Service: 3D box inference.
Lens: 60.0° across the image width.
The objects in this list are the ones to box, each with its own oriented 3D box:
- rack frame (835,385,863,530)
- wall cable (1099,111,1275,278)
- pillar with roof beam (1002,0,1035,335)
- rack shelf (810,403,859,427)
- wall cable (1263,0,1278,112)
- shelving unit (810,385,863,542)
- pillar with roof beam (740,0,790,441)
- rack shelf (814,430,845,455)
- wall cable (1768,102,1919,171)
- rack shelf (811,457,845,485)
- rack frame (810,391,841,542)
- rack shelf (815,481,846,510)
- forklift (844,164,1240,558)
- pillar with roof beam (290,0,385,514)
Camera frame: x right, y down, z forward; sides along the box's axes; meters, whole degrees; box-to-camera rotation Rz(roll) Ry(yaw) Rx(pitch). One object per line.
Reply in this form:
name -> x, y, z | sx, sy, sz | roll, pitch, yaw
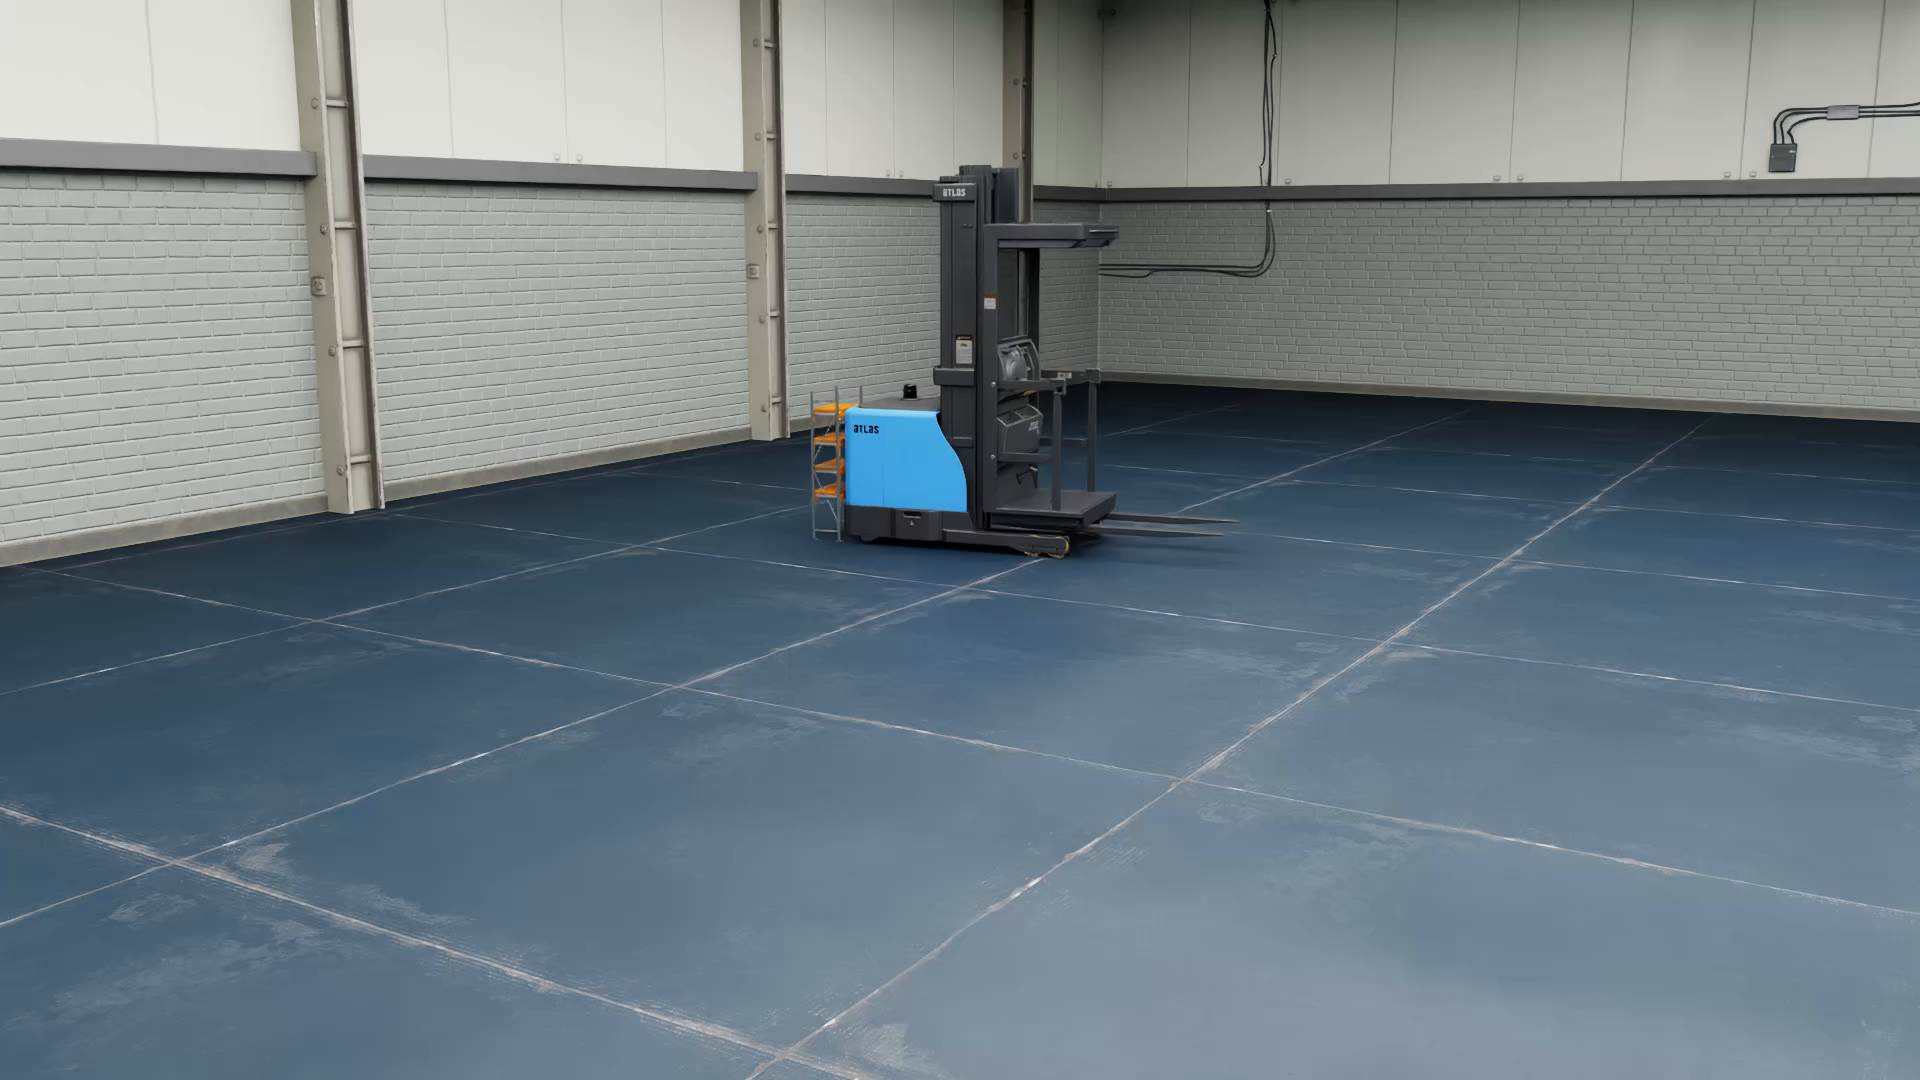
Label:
rack frame -> -0.907, -0.668, 13.677 | 0.240, 1.200, 0.015 | 4, 11, 19
wall cable -> 3.505, -5.394, 26.164 | 3.097, 2.526, 0.112 | 6, 12, 31
pillar with roof beam -> 4.525, -6.172, 21.881 | 9.100, 9.000, 0.400 | 6, 12, 31
rack shelf -> -0.988, -1.012, 13.378 | 0.258, 0.148, 0.480 | 4, 11, 19
wall cable -> 5.817, -7.618, 24.318 | 3.097, 2.526, 0.112 | 6, 12, 31
shelving unit -> -0.988, -0.626, 13.451 | 0.258, 1.200, 0.503 | 4, 11, 19
pillar with roof beam -> 1.410, -5.228, 16.840 | 9.100, 9.000, 0.400 | 6, 12, 31
rack shelf -> -0.988, -0.780, 13.422 | 0.258, 0.148, 0.480 | 4, 11, 19
wall cable -> 11.611, -7.682, 20.707 | 2.305, 6.003, 0.169 | 6, 12, 31
rack shelf -> -0.988, -0.560, 13.463 | 0.258, 0.148, 0.480 | 4, 11, 19
rack frame -> -1.069, -0.583, 13.224 | 0.240, 1.200, 0.015 | 4, 11, 19
rack shelf -> -0.988, -0.364, 13.500 | 0.258, 0.148, 0.480 | 4, 11, 19
forklift -> 0.649, -1.412, 12.946 | 3.031, 2.935, 1.130 | 4, 11, 20
pillar with roof beam -> -1.705, -4.285, 11.800 | 9.100, 9.000, 0.400 | 6, 12, 31
